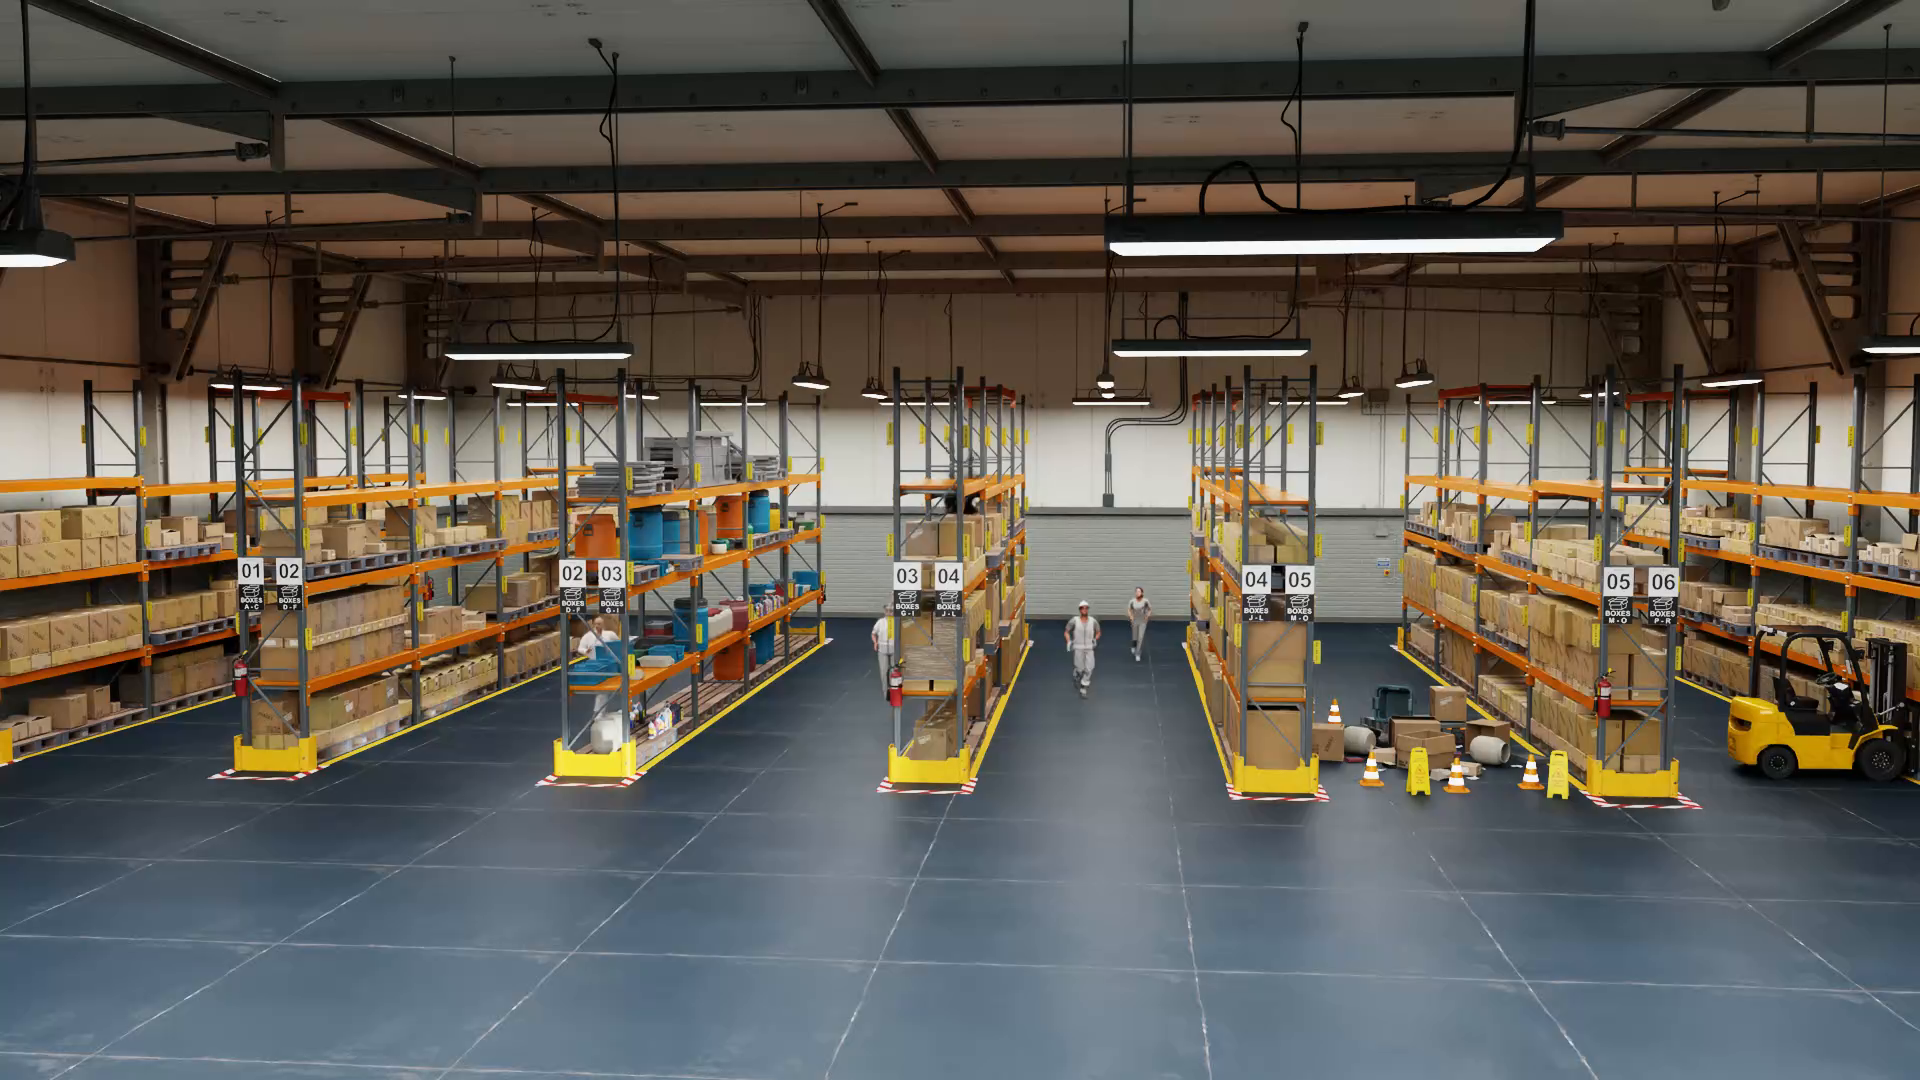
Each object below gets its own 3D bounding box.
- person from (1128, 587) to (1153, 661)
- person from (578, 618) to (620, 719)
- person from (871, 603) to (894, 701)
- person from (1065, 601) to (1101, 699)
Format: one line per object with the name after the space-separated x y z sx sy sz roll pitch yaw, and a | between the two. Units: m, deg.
4.050 1.874 37.402 0.567 1.646 0.647 1 4 10 | person
-6.392 2.249 29.476 0.703 1.764 1.059 0 4 2 | person
-1.271 2.001 29.769 0.664 1.771 0.590 0 4 2 | person
2.231 1.977 30.001 0.658 1.749 0.601 0 4 -6 | person
